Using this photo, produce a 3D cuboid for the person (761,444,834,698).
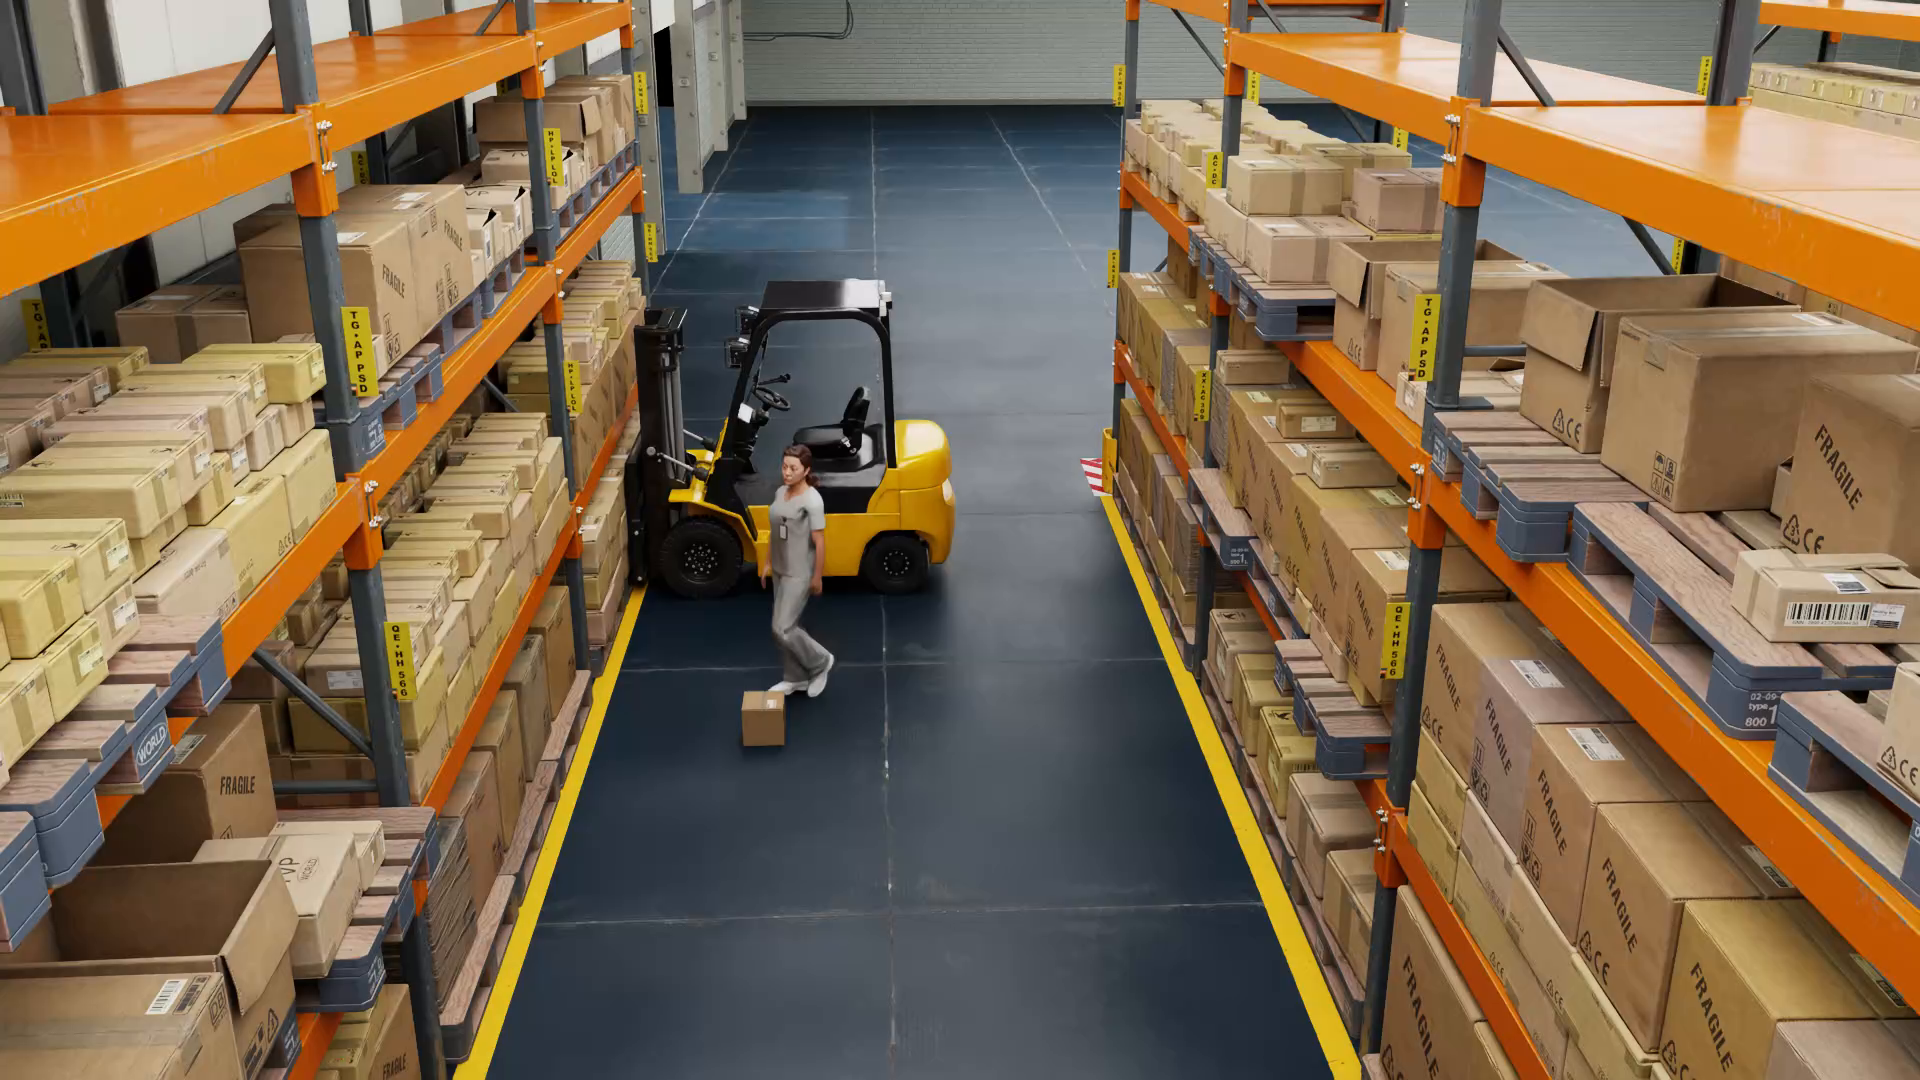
[{"bbox_3d":[-1.058,0.212,10.458,0.461,1.663,0.454,-14,25,-33],"label":"person"}]
